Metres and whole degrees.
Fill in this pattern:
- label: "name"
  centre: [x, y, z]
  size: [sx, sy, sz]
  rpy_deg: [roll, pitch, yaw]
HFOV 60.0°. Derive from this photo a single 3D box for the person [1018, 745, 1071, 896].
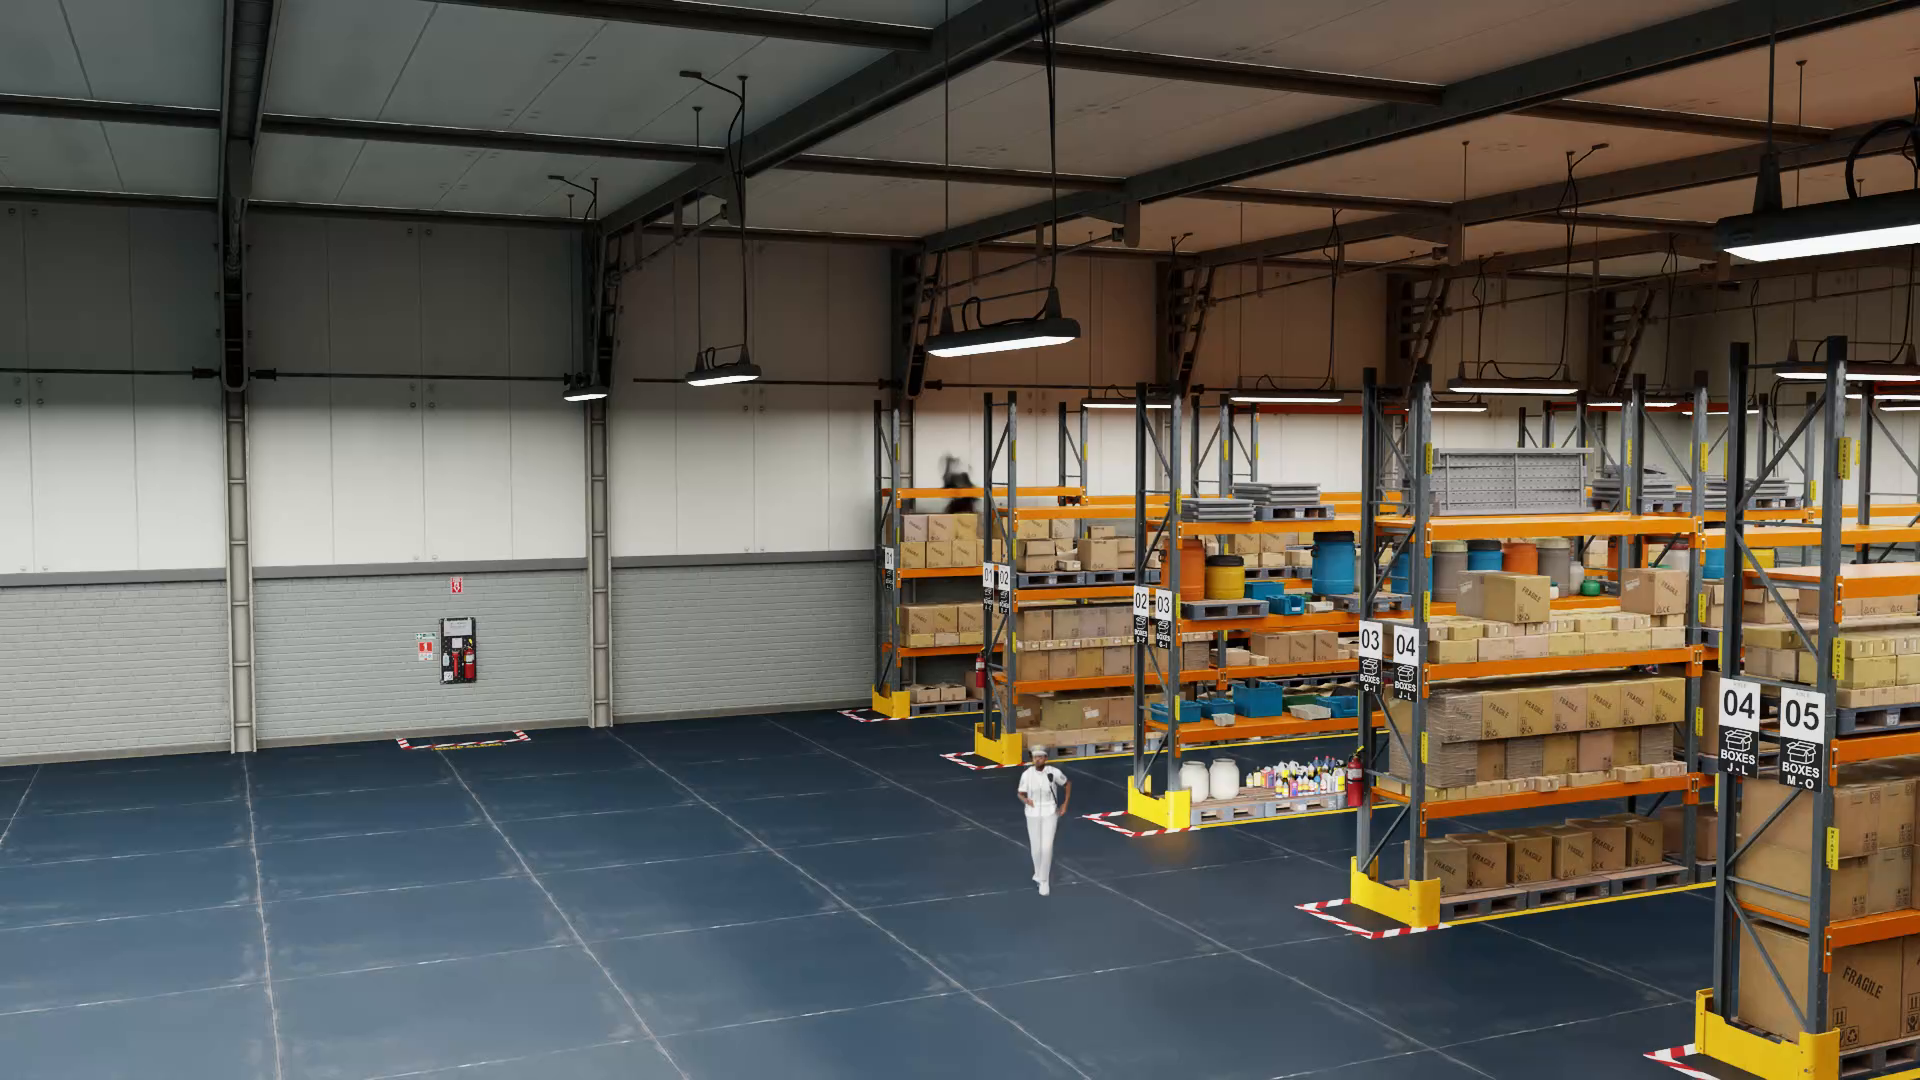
- label: "person"
  centre: [0.961, 3.221, 19.256]
  size: [0.581, 1.728, 0.734]
  rpy_deg: [1, 3, 12]
